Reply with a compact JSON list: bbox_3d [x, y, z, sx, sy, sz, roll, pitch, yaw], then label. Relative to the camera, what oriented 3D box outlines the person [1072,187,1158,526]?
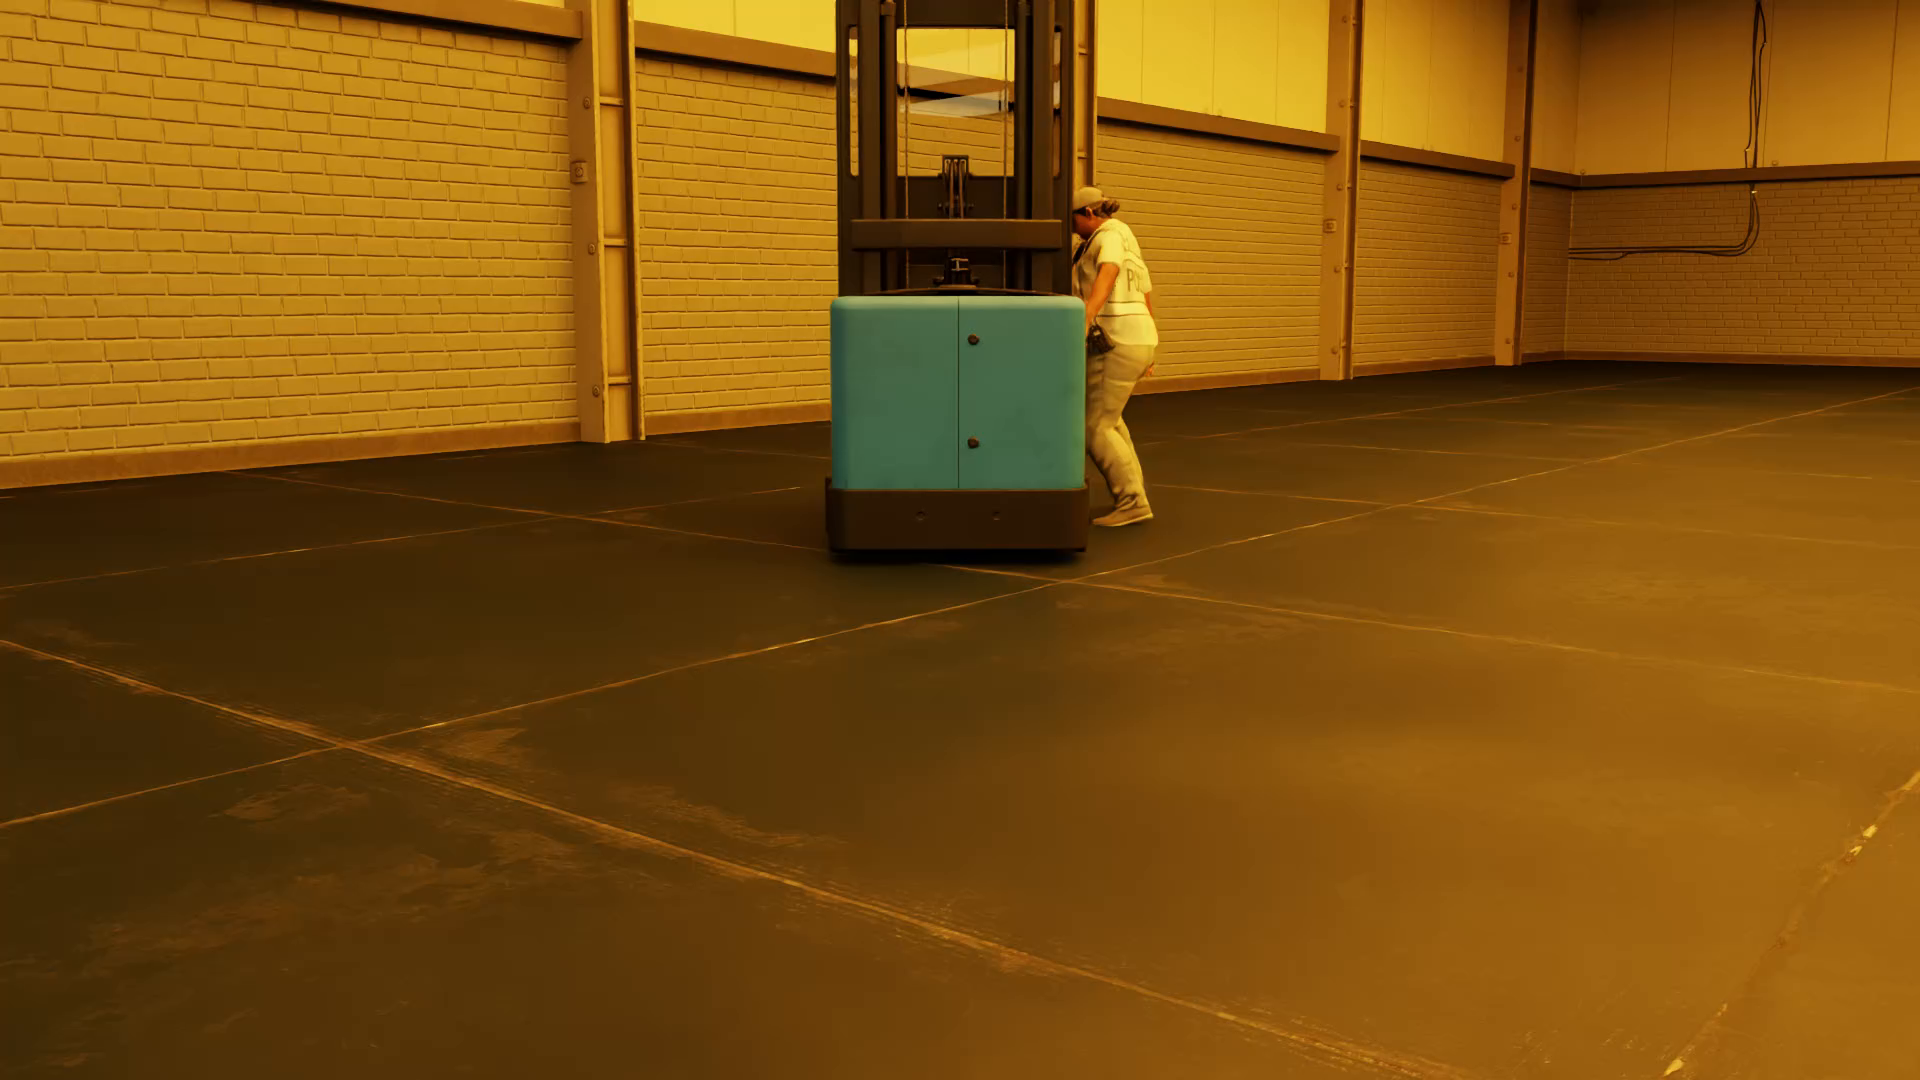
[{"bbox_3d":[0.717,-0.886,8.036,0.521,1.612,1.061,3,9,17],"label":"person"}]

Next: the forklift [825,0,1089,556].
[{"bbox_3d":[-0.027,-1.561,7.948,1.130,2.935,3.031,0,8,-1],"label":"forklift"}]
